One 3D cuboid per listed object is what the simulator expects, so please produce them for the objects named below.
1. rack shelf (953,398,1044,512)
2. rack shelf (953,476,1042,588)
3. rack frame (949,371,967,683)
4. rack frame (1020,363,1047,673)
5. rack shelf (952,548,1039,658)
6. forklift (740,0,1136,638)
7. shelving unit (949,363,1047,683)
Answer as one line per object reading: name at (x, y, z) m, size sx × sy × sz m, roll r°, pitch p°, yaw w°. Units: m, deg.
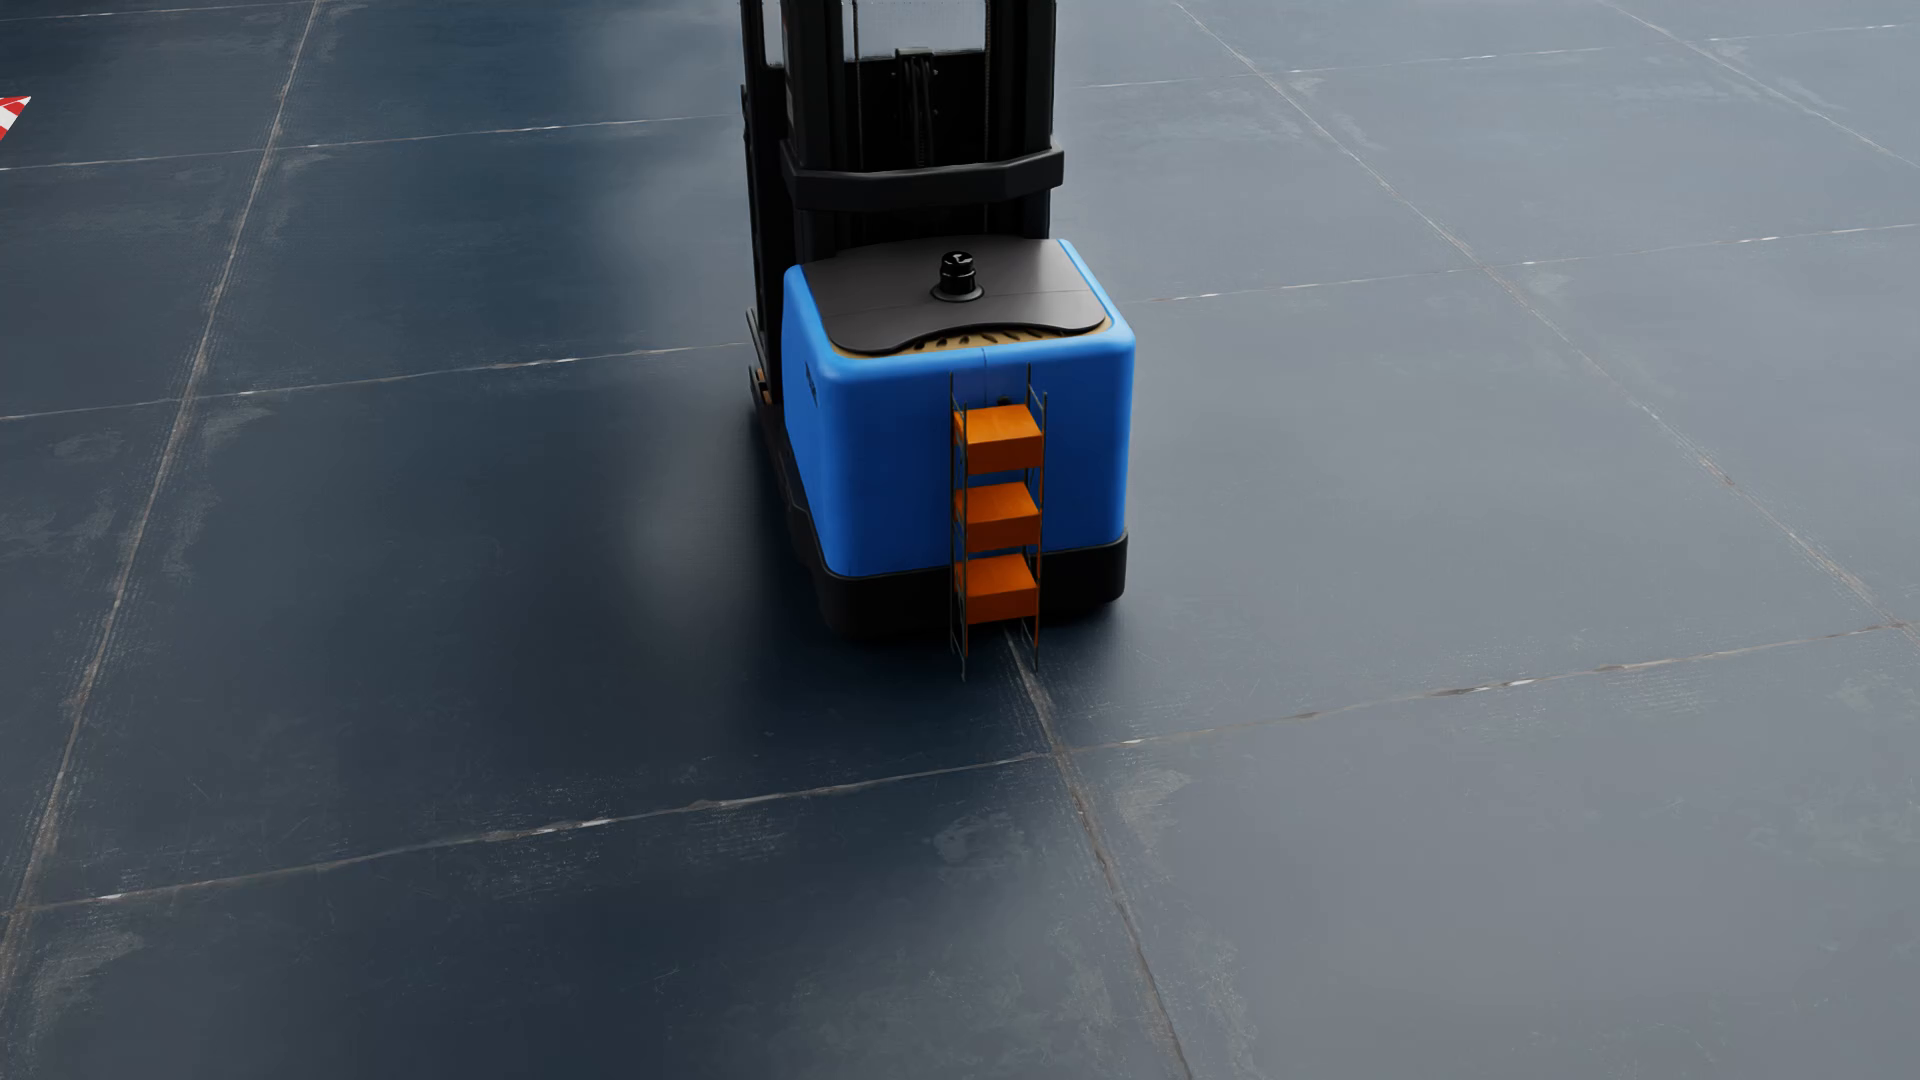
rack shelf at (0.113, -0.263, 5.121) m, size 0.240 × 0.259 × 0.215 m, roll -7°, pitch 35°, yaw -11°
rack shelf at (0.113, -0.027, 5.279) m, size 0.240 × 0.259 × 0.215 m, roll -7°, pitch 35°, yaw -11°
rack frame at (-0.006, -0.020, 5.250) m, size 0.008 × 1.050 × 0.200 m, roll -7°, pitch 35°, yaw -11°
rack frame at (0.232, -0.051, 5.297) m, size 0.008 × 1.050 × 0.200 m, roll -7°, pitch 35°, yaw -11°
rack shelf at (0.113, 0.204, 5.434) m, size 0.240 × 0.259 × 0.215 m, roll -7°, pitch 35°, yaw -11°
forklift at (-0.262, -1.706, 6.074) m, size 1.130 × 2.935 × 3.031 m, roll -7°, pitch 35°, yaw -11°
shelving unit at (0.113, -0.036, 5.273) m, size 0.252 × 1.050 × 0.215 m, roll -7°, pitch 35°, yaw -11°
